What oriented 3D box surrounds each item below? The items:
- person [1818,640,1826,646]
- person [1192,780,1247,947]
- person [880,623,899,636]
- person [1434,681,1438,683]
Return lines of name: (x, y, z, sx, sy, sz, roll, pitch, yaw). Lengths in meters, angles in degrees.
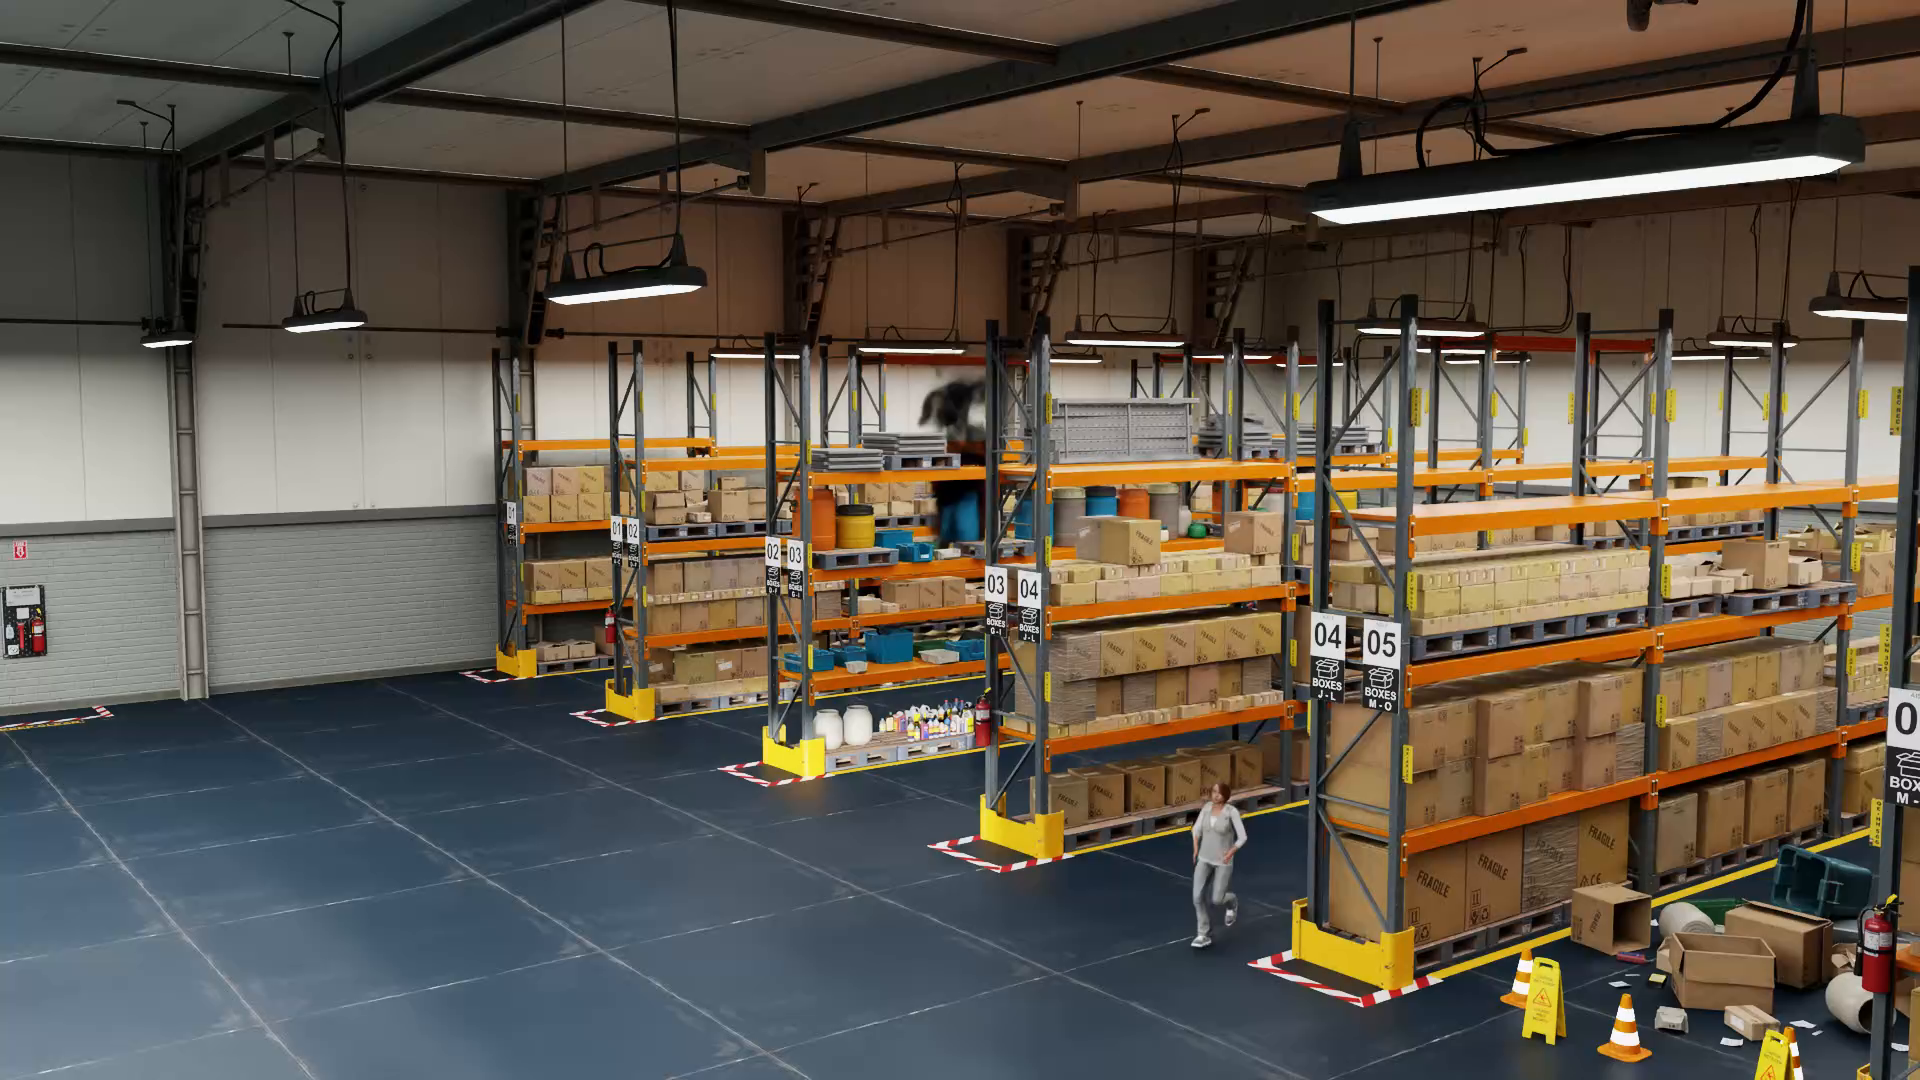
person: (12.207, 2.242, 23.712, 0.939, 1.645, 0.584, -4, 7, -40)
person: (2.407, 3.021, 15.632, 0.558, 1.553, 0.609, 4, 6, 35)
person: (-1.282, 1.619, 31.660, 0.549, 1.554, 0.528, -5, 7, -45)
person: (5.886, 2.504, 20.160, 0.991, 1.794, 0.669, -5, 7, -43)
